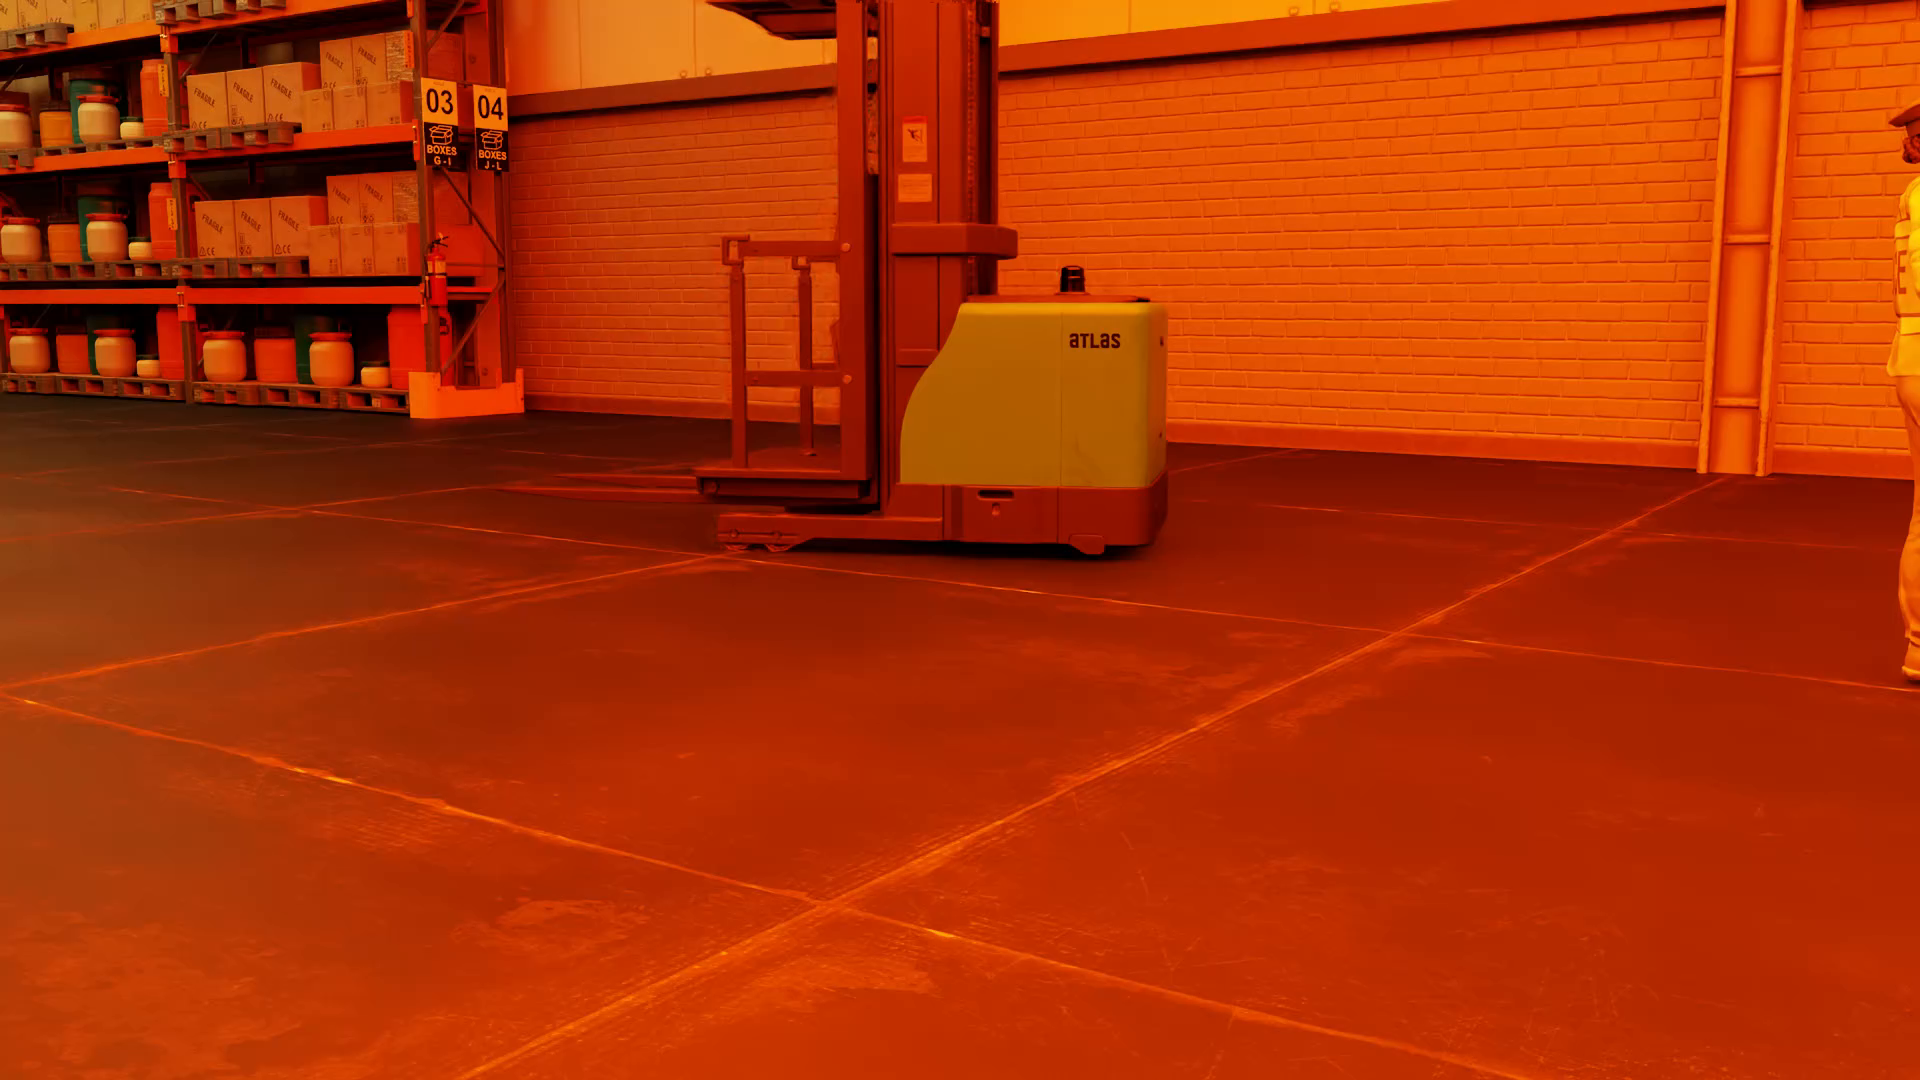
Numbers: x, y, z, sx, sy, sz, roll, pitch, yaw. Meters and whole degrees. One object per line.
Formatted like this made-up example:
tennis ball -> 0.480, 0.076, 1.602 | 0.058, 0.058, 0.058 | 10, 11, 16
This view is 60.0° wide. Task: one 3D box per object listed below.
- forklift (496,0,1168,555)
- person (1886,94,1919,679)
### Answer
forklift -> -0.596, -1.469, 7.520 | 3.031, 2.935, 1.130 | 2, 8, 12
person -> 2.807, -0.433, 4.578 | 0.530, 1.694, 0.587 | 4, 9, 25
